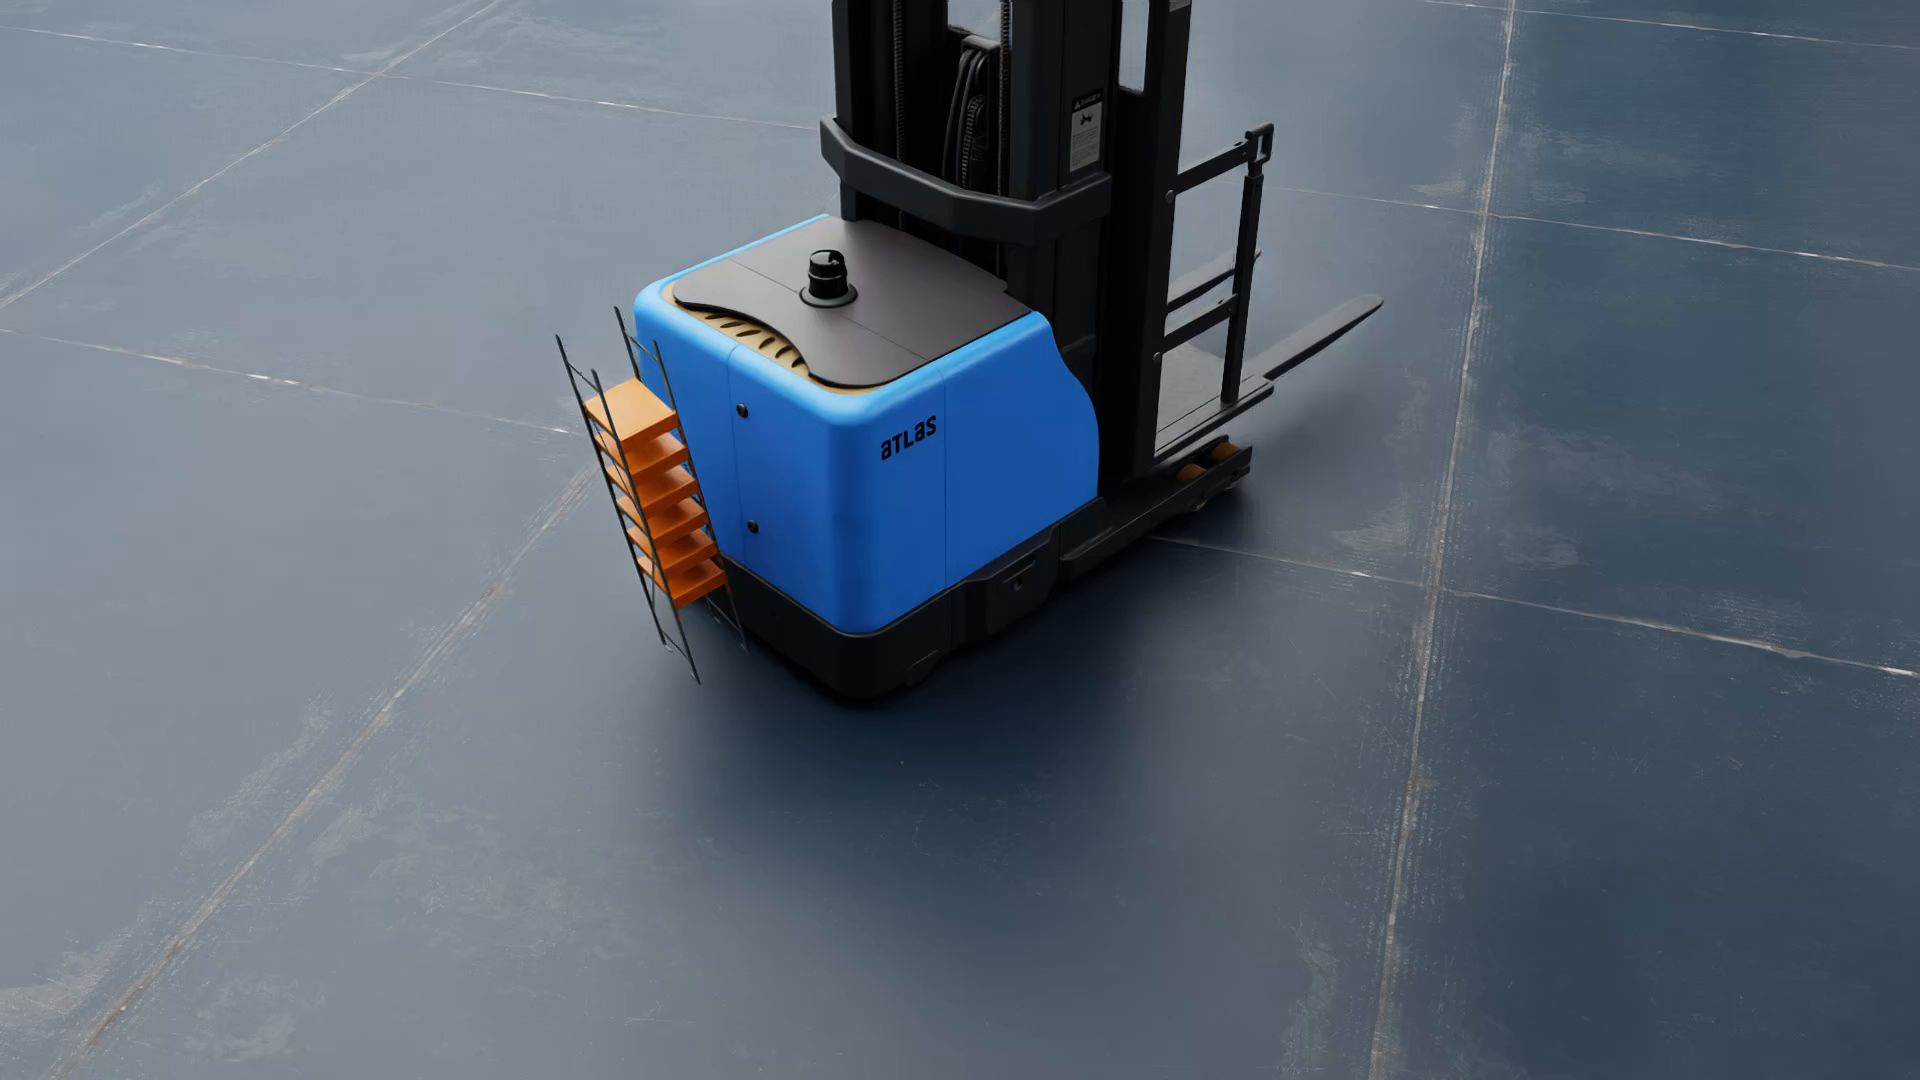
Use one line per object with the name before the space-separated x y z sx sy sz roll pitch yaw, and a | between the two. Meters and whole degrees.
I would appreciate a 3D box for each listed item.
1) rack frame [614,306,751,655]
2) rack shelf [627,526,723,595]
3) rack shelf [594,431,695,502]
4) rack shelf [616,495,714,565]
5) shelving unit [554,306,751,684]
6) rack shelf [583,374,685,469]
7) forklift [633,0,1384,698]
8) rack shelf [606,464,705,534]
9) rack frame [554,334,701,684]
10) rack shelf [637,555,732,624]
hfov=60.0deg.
rack frame | -0.805 -0.143 4.894 0.006 1.200 0.240 -31 45 -22
rack shelf | -0.857 0.022 4.968 0.180 0.103 0.258 -31 45 -22
rack shelf | -0.902 -0.244 4.731 0.180 0.103 0.258 -31 45 -22
rack shelf | -0.872 -0.066 4.889 0.180 0.103 0.258 -31 45 -22
shelving unit | -0.878 -0.099 4.860 0.189 1.200 0.258 -31 45 -22
rack shelf | -0.918 -0.333 4.652 0.180 0.103 0.258 -31 45 -22
forklift | 0.404 -1.476 5.282 1.130 2.935 3.031 31 46 35
rack shelf | -0.887 -0.155 4.810 0.180 0.103 0.258 -31 45 -22
rack frame | -0.951 -0.056 4.825 0.006 1.200 0.240 -31 45 -22
rack shelf | -0.842 0.111 5.047 0.180 0.103 0.258 -31 45 -22
